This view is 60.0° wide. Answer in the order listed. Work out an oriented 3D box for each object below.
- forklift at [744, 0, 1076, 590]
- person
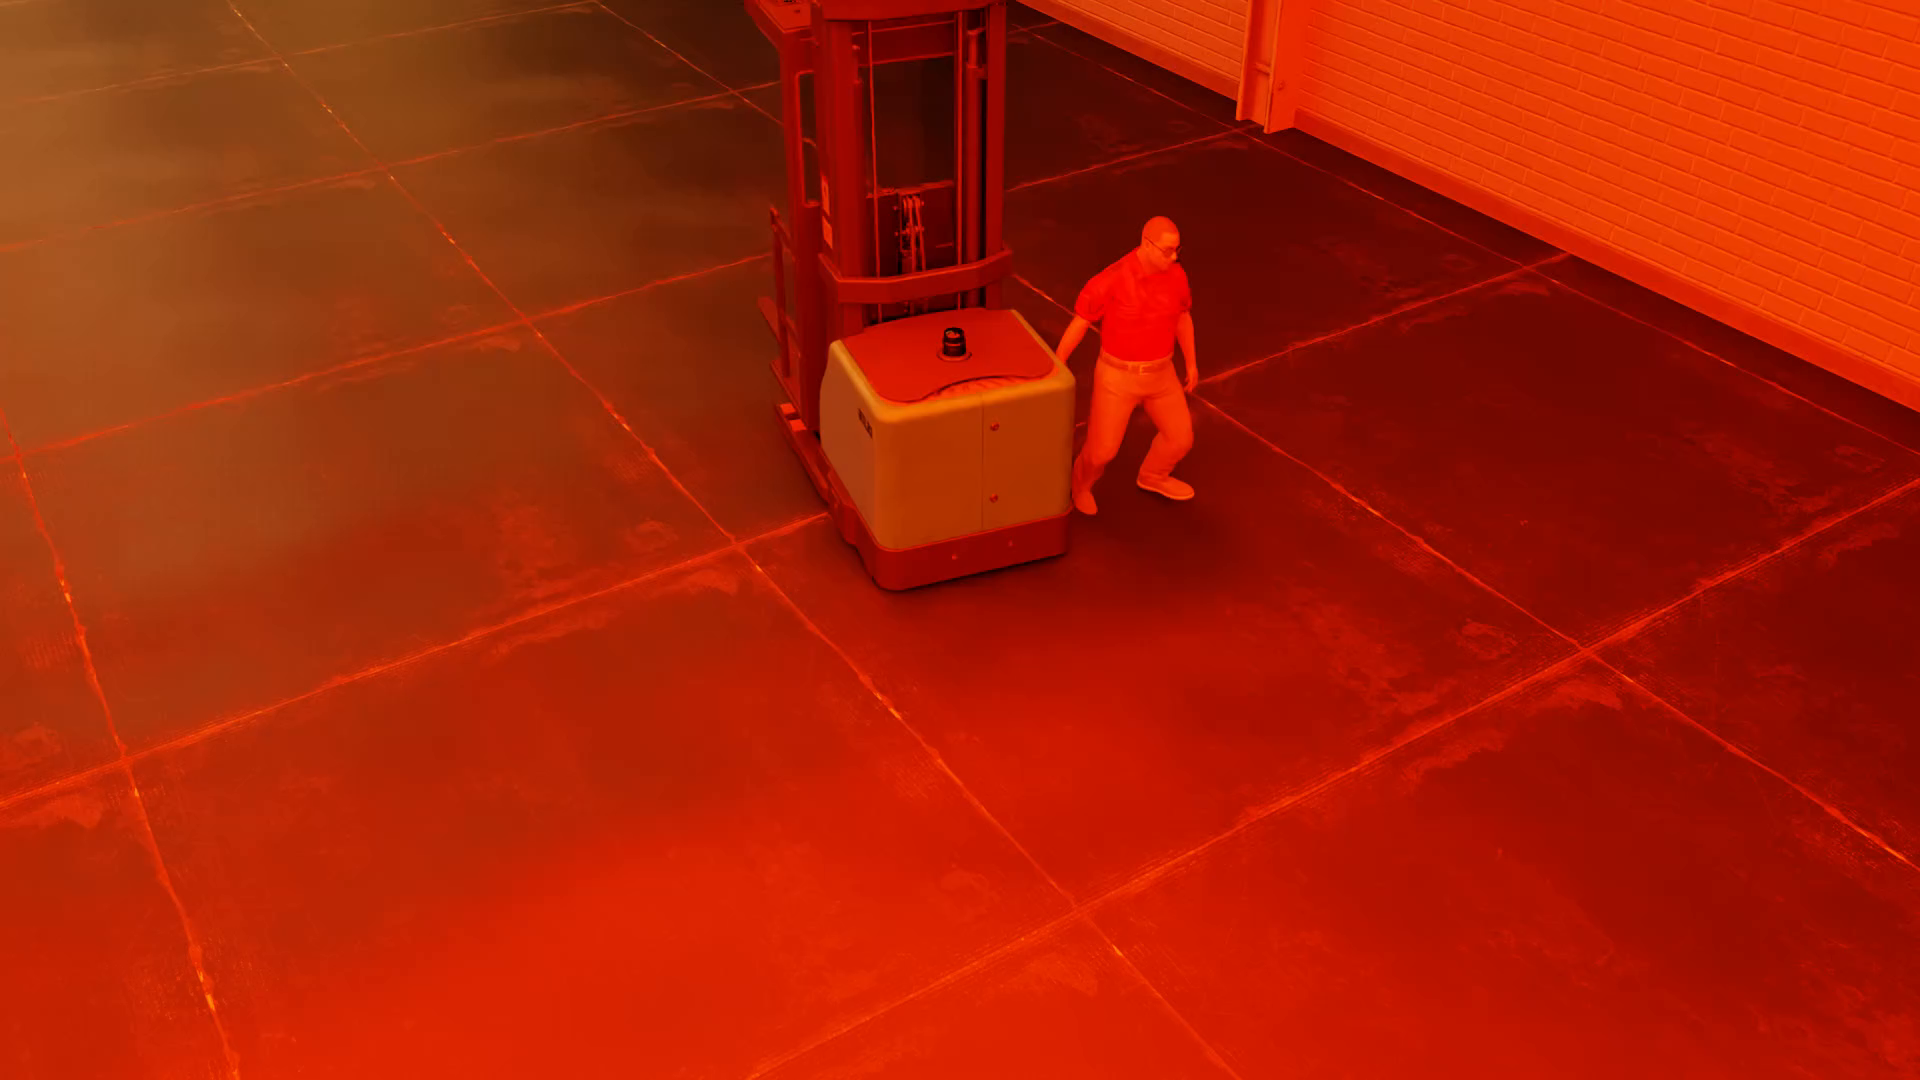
[{"bbox_3d":[-0.425,-1.794,8.701,1.130,2.935,3.031,-12,37,-17],"label":"forklift"},{"bbox_3d":[0.840,-0.857,8.518,0.864,1.708,0.466,-11,36,-15],"label":"person"}]
